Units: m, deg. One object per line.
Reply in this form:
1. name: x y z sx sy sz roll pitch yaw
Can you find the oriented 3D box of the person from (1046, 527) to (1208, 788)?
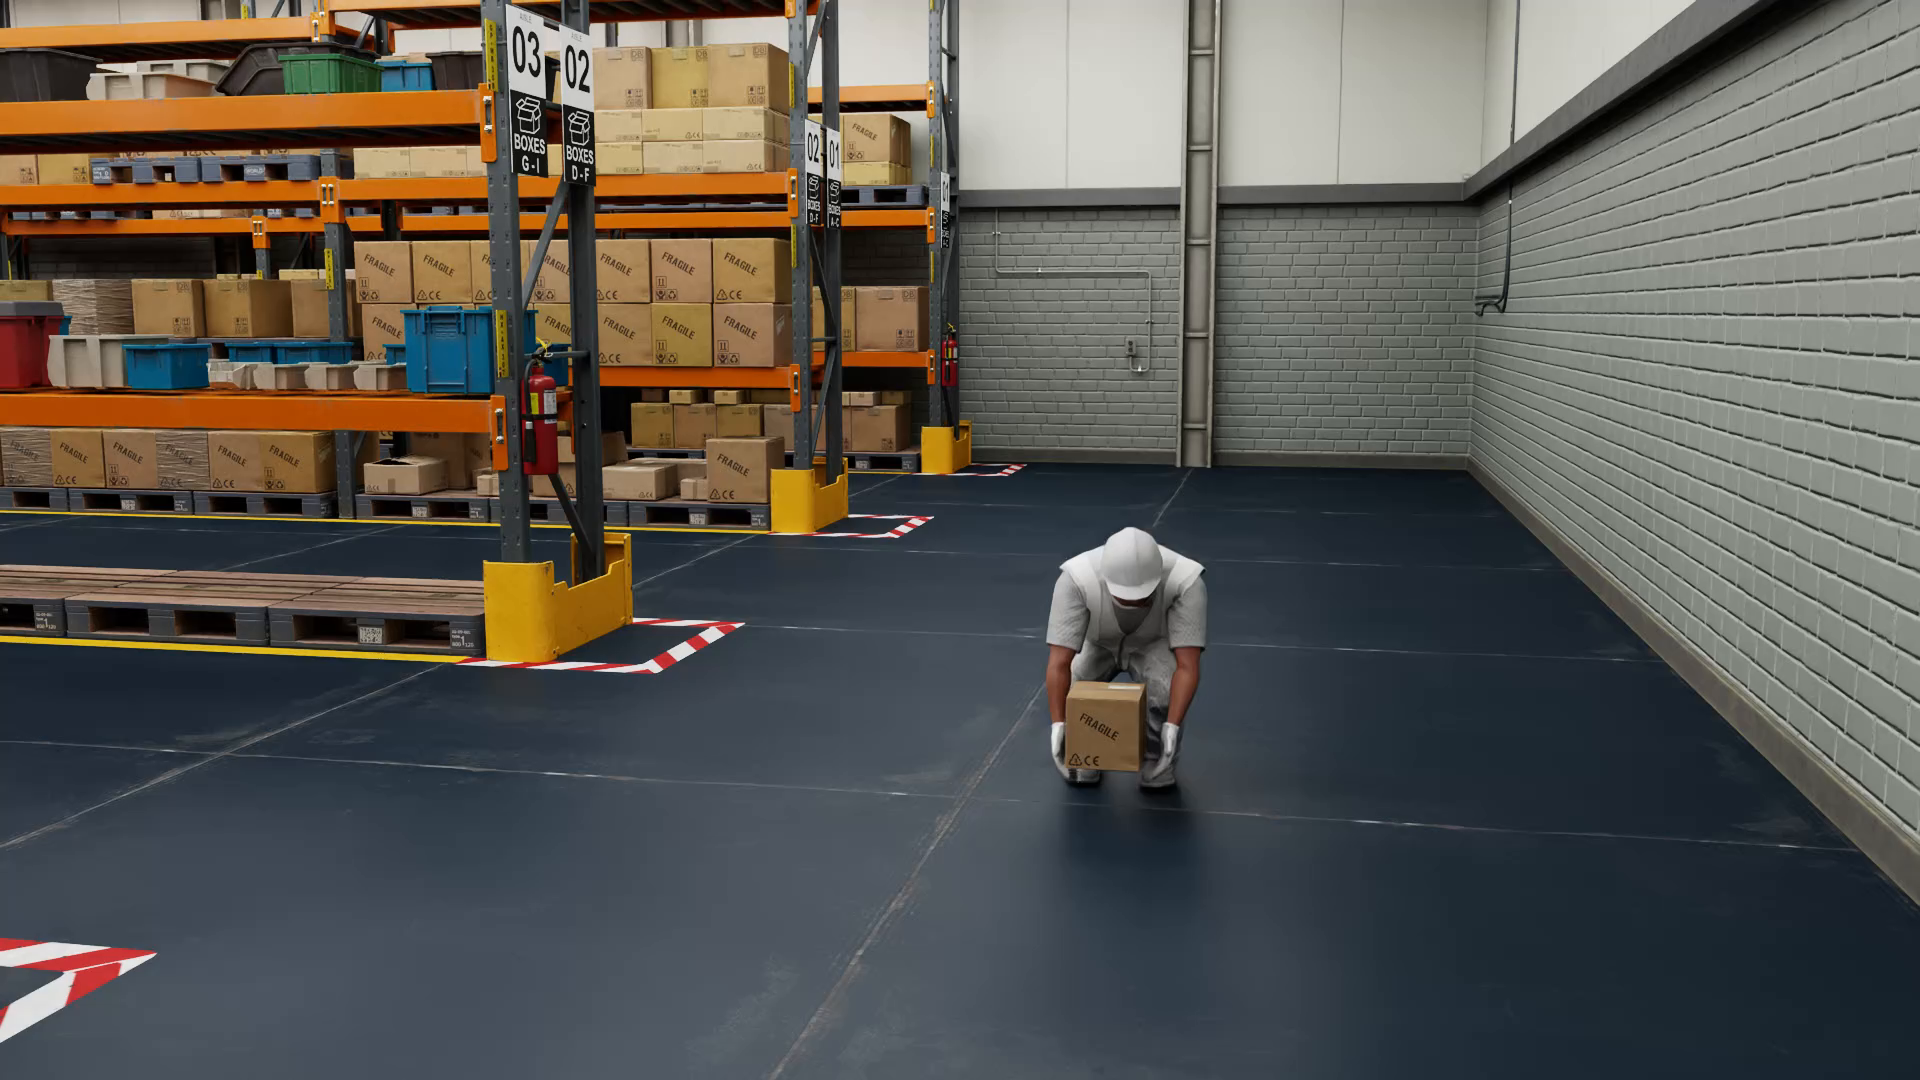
1. person: 0.612 0.419 6.047 0.575 1.013 0.911 2 8 11
